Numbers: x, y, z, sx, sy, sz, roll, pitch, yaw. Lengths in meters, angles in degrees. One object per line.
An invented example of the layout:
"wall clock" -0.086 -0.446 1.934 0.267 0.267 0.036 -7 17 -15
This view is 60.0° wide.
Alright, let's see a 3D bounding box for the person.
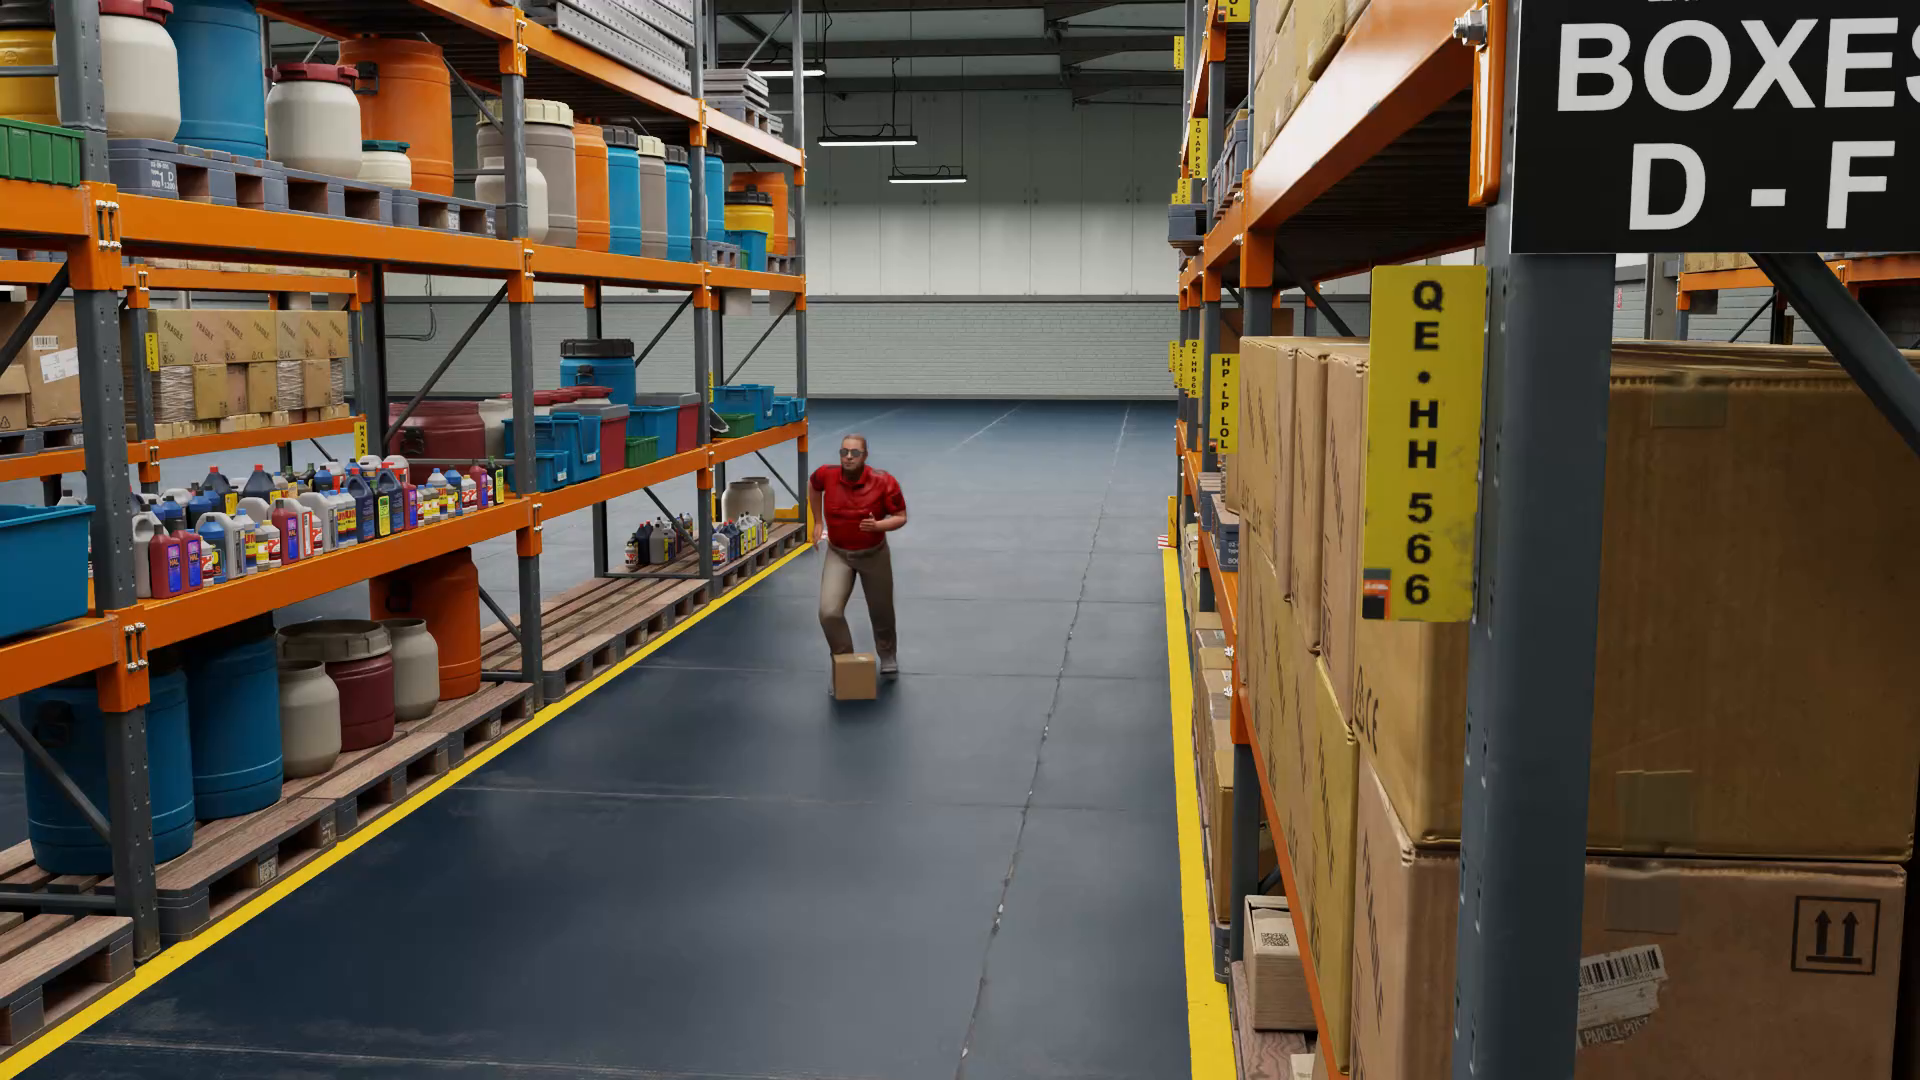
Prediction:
"person" -0.656 0.138 10.610 0.652 1.663 0.970 0 8 1
